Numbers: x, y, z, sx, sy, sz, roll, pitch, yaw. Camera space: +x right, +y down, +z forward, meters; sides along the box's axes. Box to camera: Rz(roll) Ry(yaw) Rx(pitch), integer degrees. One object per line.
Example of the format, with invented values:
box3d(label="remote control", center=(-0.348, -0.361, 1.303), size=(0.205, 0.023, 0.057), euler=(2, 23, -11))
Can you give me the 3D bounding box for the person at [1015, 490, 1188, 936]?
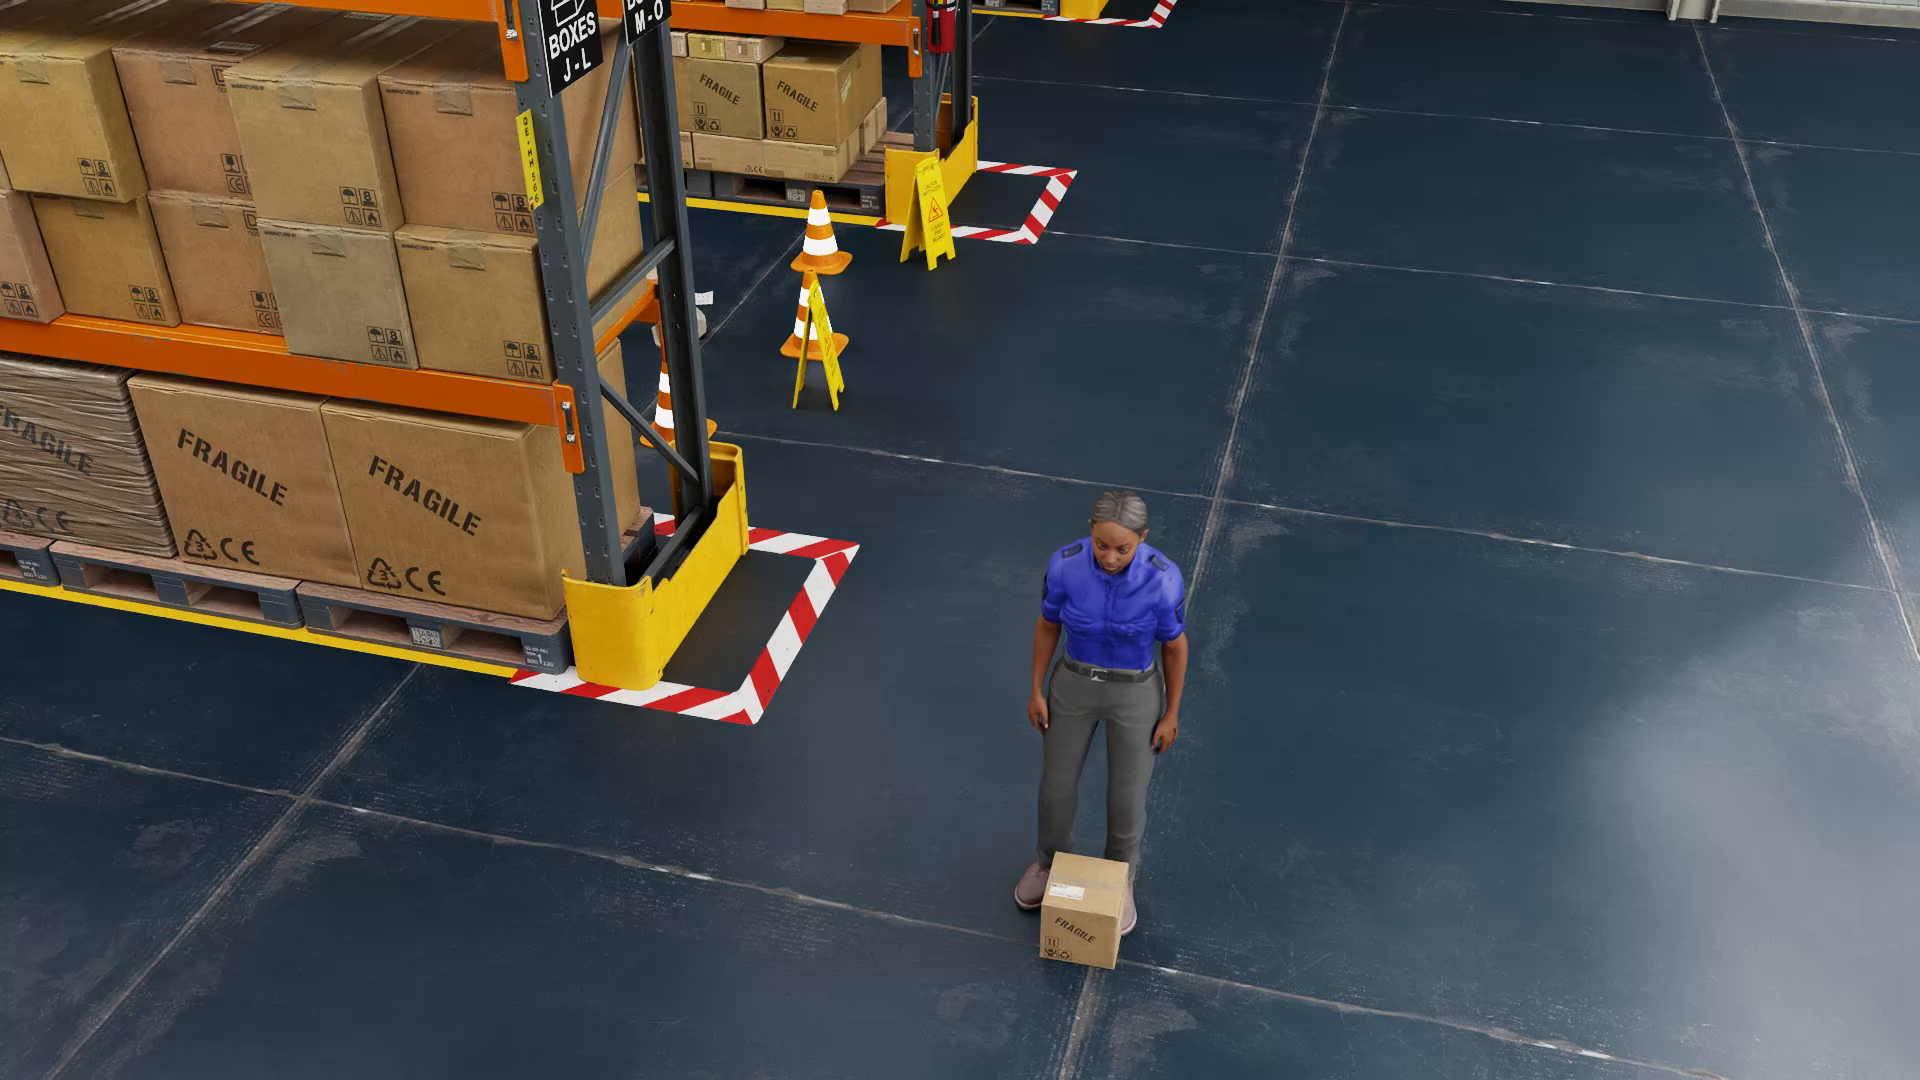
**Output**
box3d(label="person", center=(0.455, 0.530, 5.328), size=(0.505, 1.655, 0.392), euler=(8, 34, 13))
